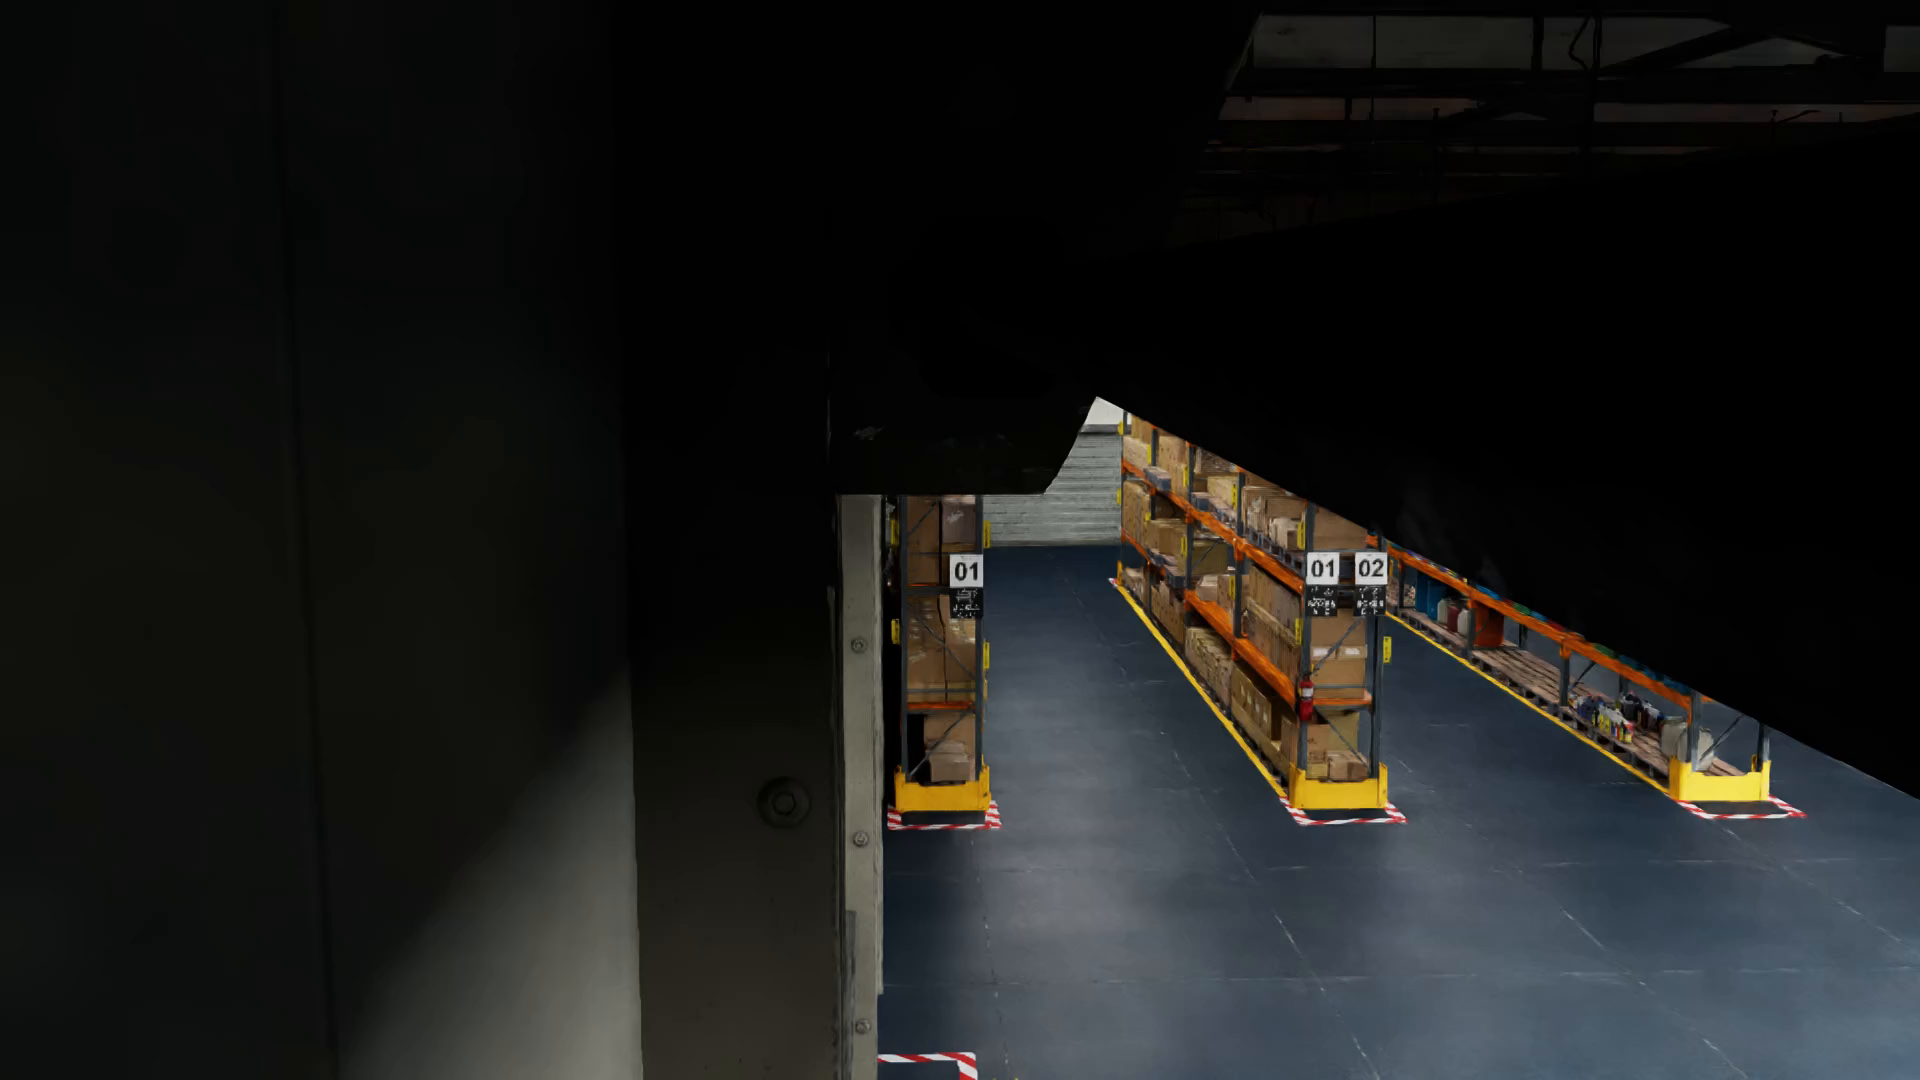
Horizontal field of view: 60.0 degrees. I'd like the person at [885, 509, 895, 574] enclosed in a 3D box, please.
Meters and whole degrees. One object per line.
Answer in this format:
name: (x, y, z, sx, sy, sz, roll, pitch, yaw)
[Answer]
person: (-1.492, -0.011, 37.533, 0.455, 1.650, 0.637, 8, 12, 43)
